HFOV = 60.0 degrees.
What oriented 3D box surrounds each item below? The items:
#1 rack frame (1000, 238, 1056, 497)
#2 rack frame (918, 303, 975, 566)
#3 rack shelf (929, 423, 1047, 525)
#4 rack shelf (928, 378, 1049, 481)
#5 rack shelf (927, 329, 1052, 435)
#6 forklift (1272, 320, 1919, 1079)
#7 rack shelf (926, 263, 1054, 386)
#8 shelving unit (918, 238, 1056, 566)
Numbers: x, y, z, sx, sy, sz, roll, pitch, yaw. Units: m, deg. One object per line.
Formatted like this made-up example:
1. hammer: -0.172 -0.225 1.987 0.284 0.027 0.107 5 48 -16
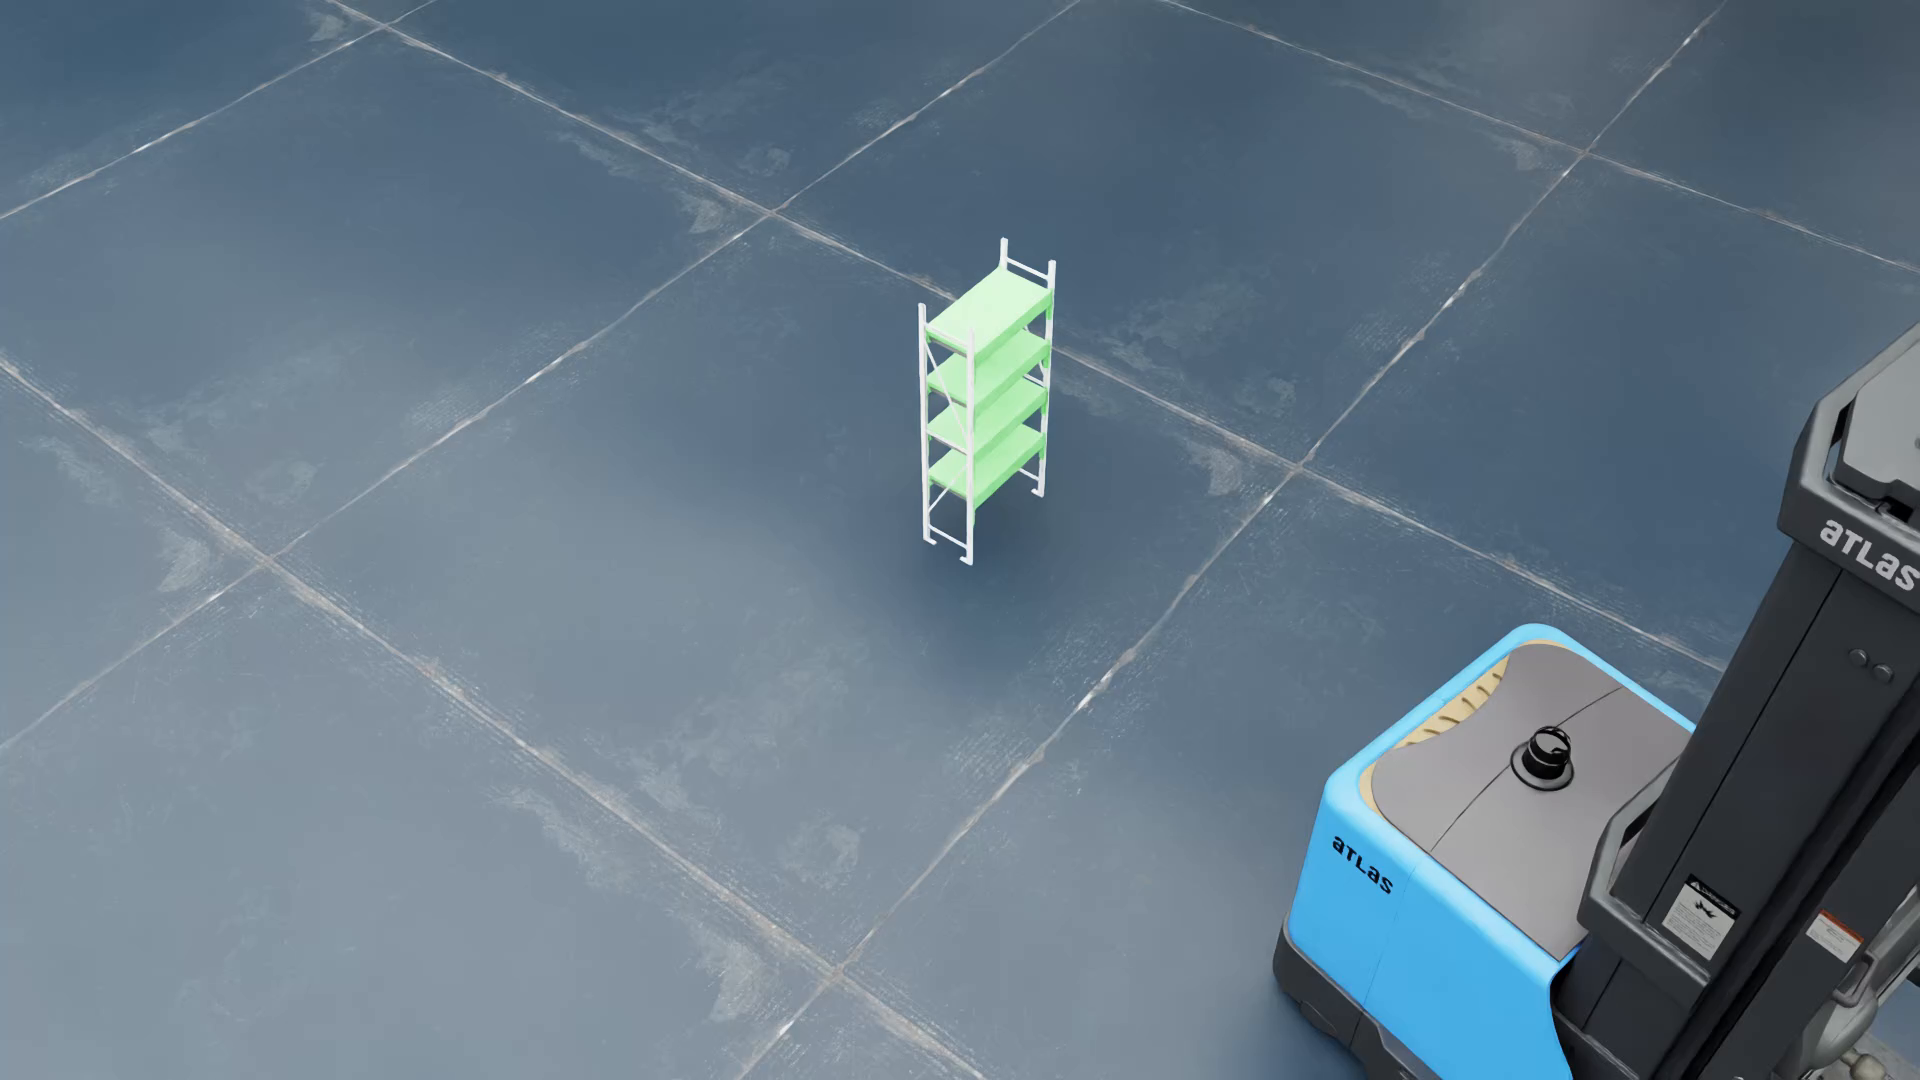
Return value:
1. rack frame: 0.250 -0.649 6.540 0.240 1.200 0.015 29 53 25
2. rack frame: -0.048 -0.370 6.273 0.240 1.200 0.015 29 53 25
3. rack shelf: 0.101 -0.299 6.626 0.258 0.148 0.480 29 53 25
4. rack shelf: 0.101 -0.465 6.453 0.258 0.148 0.480 29 53 25
5. rack shelf: 0.101 -0.631 6.279 0.258 0.148 0.480 29 53 25
6. forklift: 2.335 0.998 3.770 1.130 2.935 3.031 -31 54 -26
7. rack shelf: 0.101 -0.797 6.106 0.258 0.148 0.480 29 53 25
8. shelving unit: 0.101 -0.509 6.407 0.258 1.200 0.503 29 53 25
